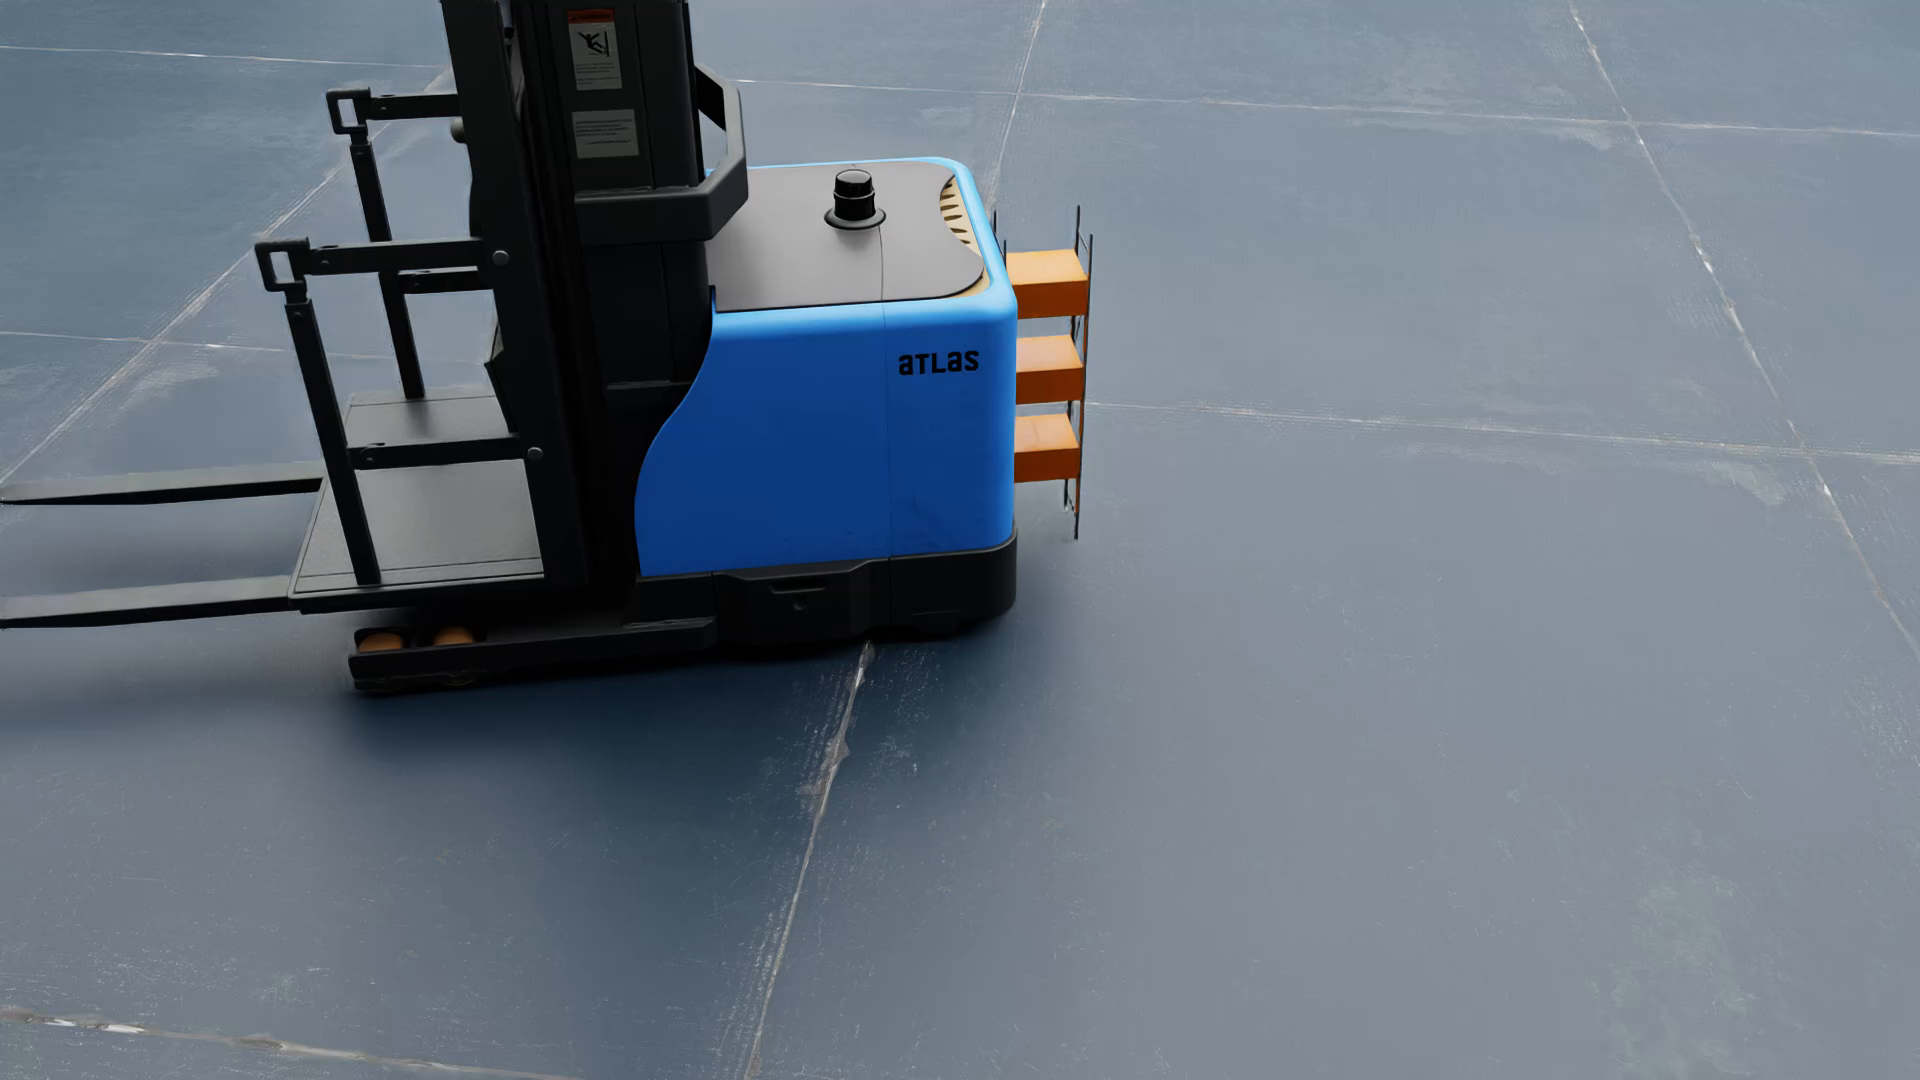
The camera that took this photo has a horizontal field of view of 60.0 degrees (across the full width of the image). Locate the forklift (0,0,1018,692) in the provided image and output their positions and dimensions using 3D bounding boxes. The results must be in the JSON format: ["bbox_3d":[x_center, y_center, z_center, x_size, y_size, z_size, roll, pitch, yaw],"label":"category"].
[{"bbox_3d":[-1.396,-1.096,4.262,3.031,2.935,1.130,-5,36,-6],"label":"forklift"}]

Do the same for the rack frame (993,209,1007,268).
[{"bbox_3d":[0.113,-0.464,4.996,0.008,1.050,0.200,-5,36,-6],"label":"rack frame"}]

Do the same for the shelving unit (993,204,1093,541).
[{"bbox_3d":[0.234,-0.474,5.010,0.252,1.050,0.215,-5,36,-6],"label":"shelving unit"}]

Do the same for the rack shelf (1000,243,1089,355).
[{"bbox_3d":[0.234,-0.696,4.851,0.240,0.259,0.215,-5,36,-6],"label":"rack shelf"}]

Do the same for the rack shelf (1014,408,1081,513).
[{"bbox_3d":[0.234,-0.239,5.177,0.240,0.259,0.215,-5,36,-6],"label":"rack shelf"}]

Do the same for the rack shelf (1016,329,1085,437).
[{"bbox_3d":[0.234,-0.465,5.016,0.240,0.259,0.215,-5,36,-6],"label":"rack shelf"}]

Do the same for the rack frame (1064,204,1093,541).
[{"bbox_3d":[0.354,-0.483,5.024,0.008,1.050,0.200,-5,36,-6],"label":"rack frame"}]
